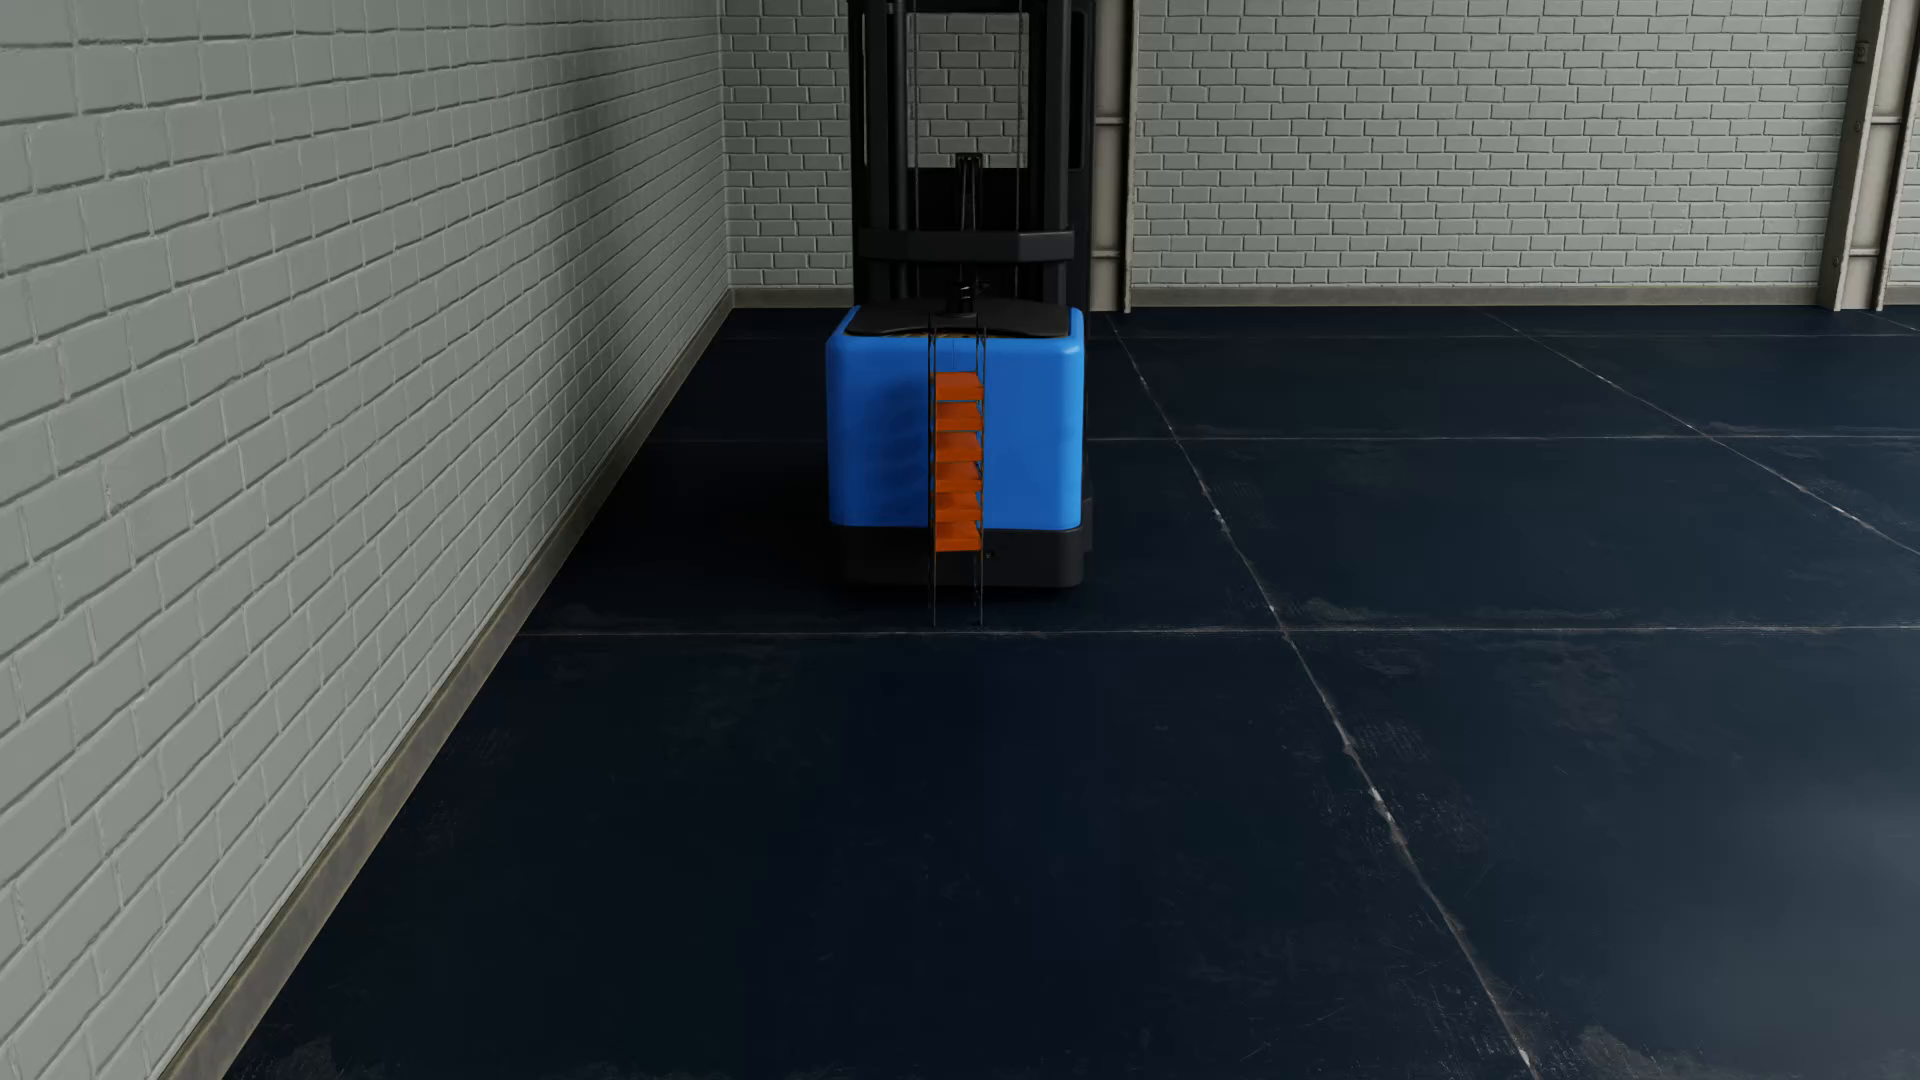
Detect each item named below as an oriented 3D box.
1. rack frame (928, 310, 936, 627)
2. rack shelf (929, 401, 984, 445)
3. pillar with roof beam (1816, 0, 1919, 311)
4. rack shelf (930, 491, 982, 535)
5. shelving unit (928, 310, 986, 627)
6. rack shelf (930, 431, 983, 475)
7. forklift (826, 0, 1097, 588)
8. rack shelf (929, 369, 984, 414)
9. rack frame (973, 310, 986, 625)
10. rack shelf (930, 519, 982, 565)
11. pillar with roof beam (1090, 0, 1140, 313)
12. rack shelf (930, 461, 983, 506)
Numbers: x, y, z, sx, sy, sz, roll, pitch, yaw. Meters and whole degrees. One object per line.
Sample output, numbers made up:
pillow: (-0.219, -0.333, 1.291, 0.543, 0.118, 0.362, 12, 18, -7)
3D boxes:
rack frame: (-0.108, -0.263, 6.380, 0.006, 1.200, 0.240, -2, 21, -6)
rack shelf: (-0.016, -0.449, 6.320, 0.180, 0.103, 0.258, -2, 21, -6)
pillar with roof beam: (7.214, -4.842, 7.909, 0.400, 9.000, 9.100, 0, 18, -1)
rack shelf: (-0.019, -0.113, 6.449, 0.180, 0.103, 0.258, -2, 21, -6)
shelving unit: (-0.017, -0.266, 6.390, 0.189, 1.200, 0.258, -2, 21, -6)
rack shelf: (-0.017, -0.337, 6.363, 0.180, 0.103, 0.258, -2, 21, -6)
forklift: (0.072, -1.603, 7.747, 1.130, 2.935, 3.031, 1, 18, 4)
rack shelf: (-0.015, -0.561, 6.278, 0.180, 0.103, 0.258, -2, 21, -6)
rack frame: (0.073, -0.270, 6.400, 0.006, 1.200, 0.240, -2, 21, -6)
rack shelf: (-0.020, -0.001, 6.491, 0.180, 0.103, 0.258, -2, 21, -6)
pillar with roof beam: (1.215, -4.813, 7.818, 0.400, 9.000, 9.100, 0, 18, -1)
rack shelf: (-0.018, -0.225, 6.406, 0.180, 0.103, 0.258, -2, 21, -6)
